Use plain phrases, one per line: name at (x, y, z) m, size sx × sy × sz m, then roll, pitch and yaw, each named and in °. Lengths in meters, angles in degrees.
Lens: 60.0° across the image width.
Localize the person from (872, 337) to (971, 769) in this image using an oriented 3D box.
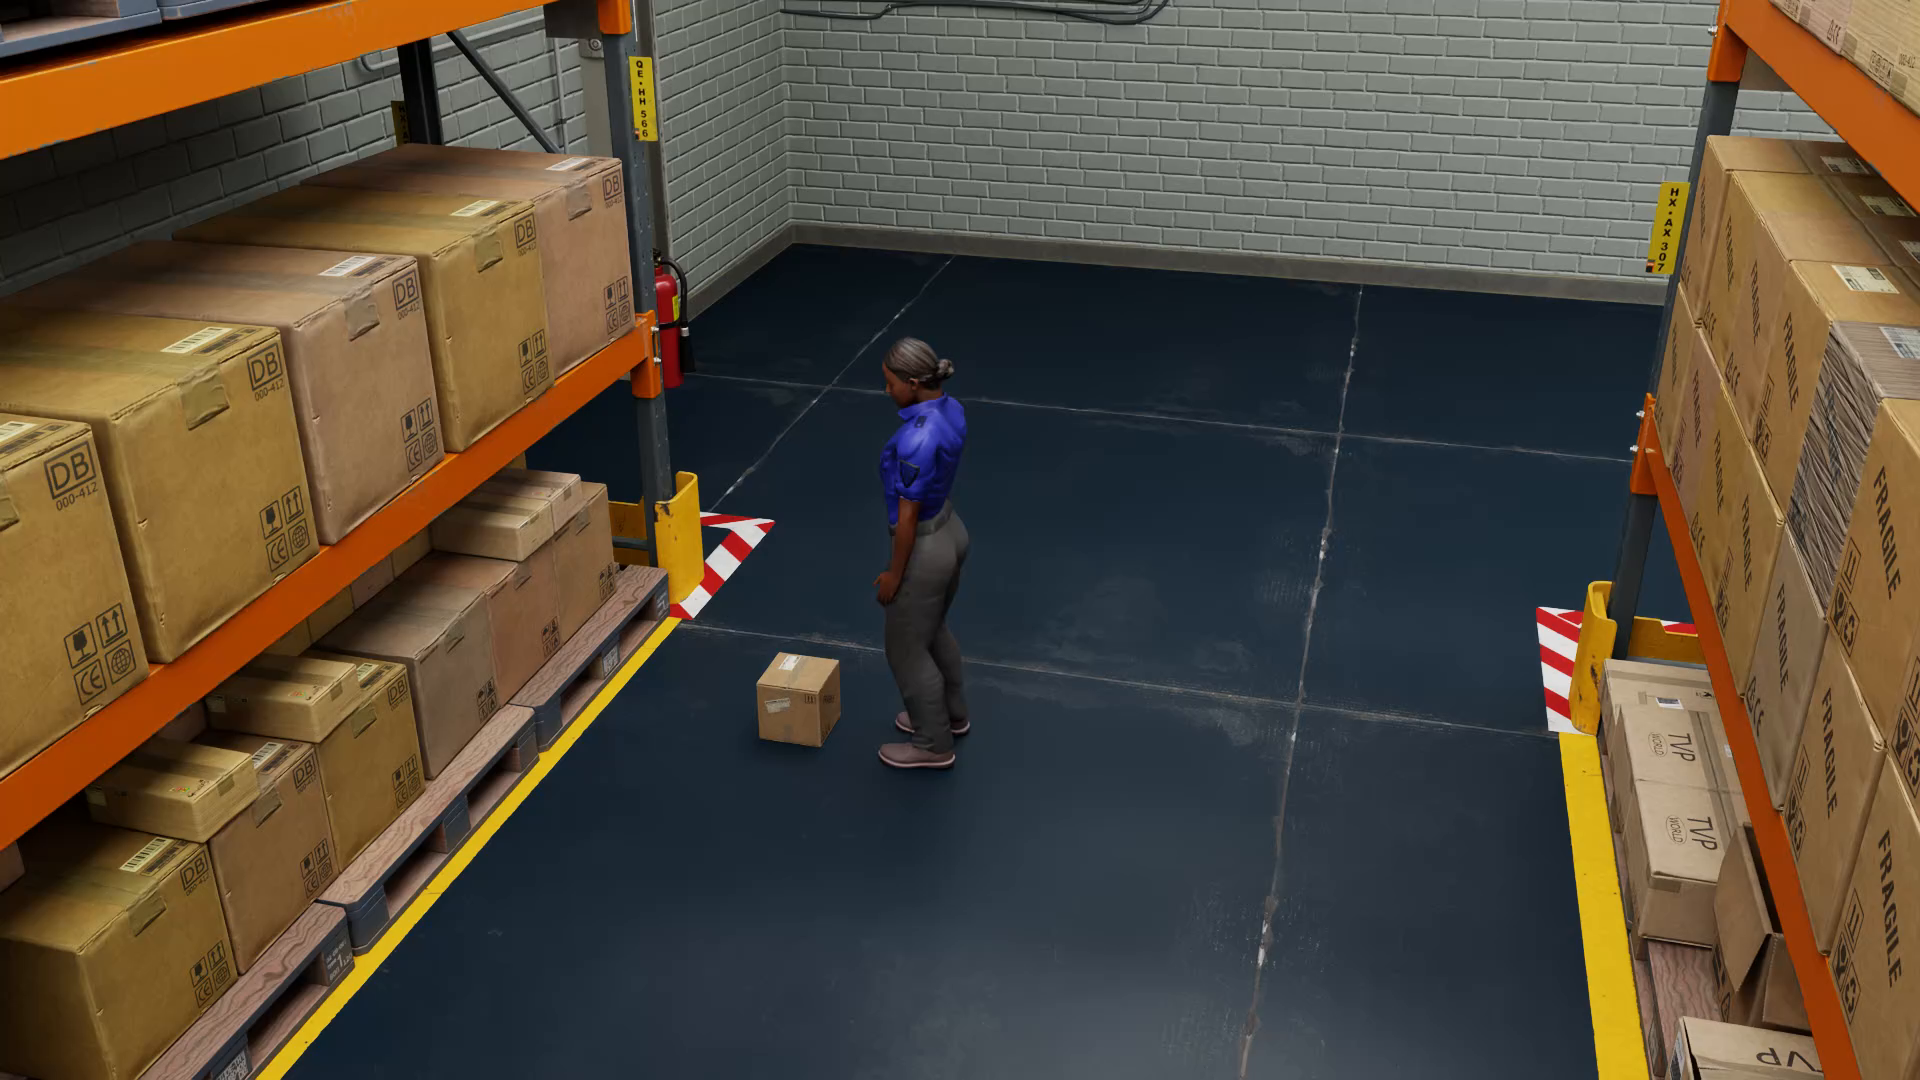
person at (-0.142, 0.059, 6.011) m, size 0.305 × 1.649 × 0.440 m, roll 7°, pitch 26°, yaw 14°
